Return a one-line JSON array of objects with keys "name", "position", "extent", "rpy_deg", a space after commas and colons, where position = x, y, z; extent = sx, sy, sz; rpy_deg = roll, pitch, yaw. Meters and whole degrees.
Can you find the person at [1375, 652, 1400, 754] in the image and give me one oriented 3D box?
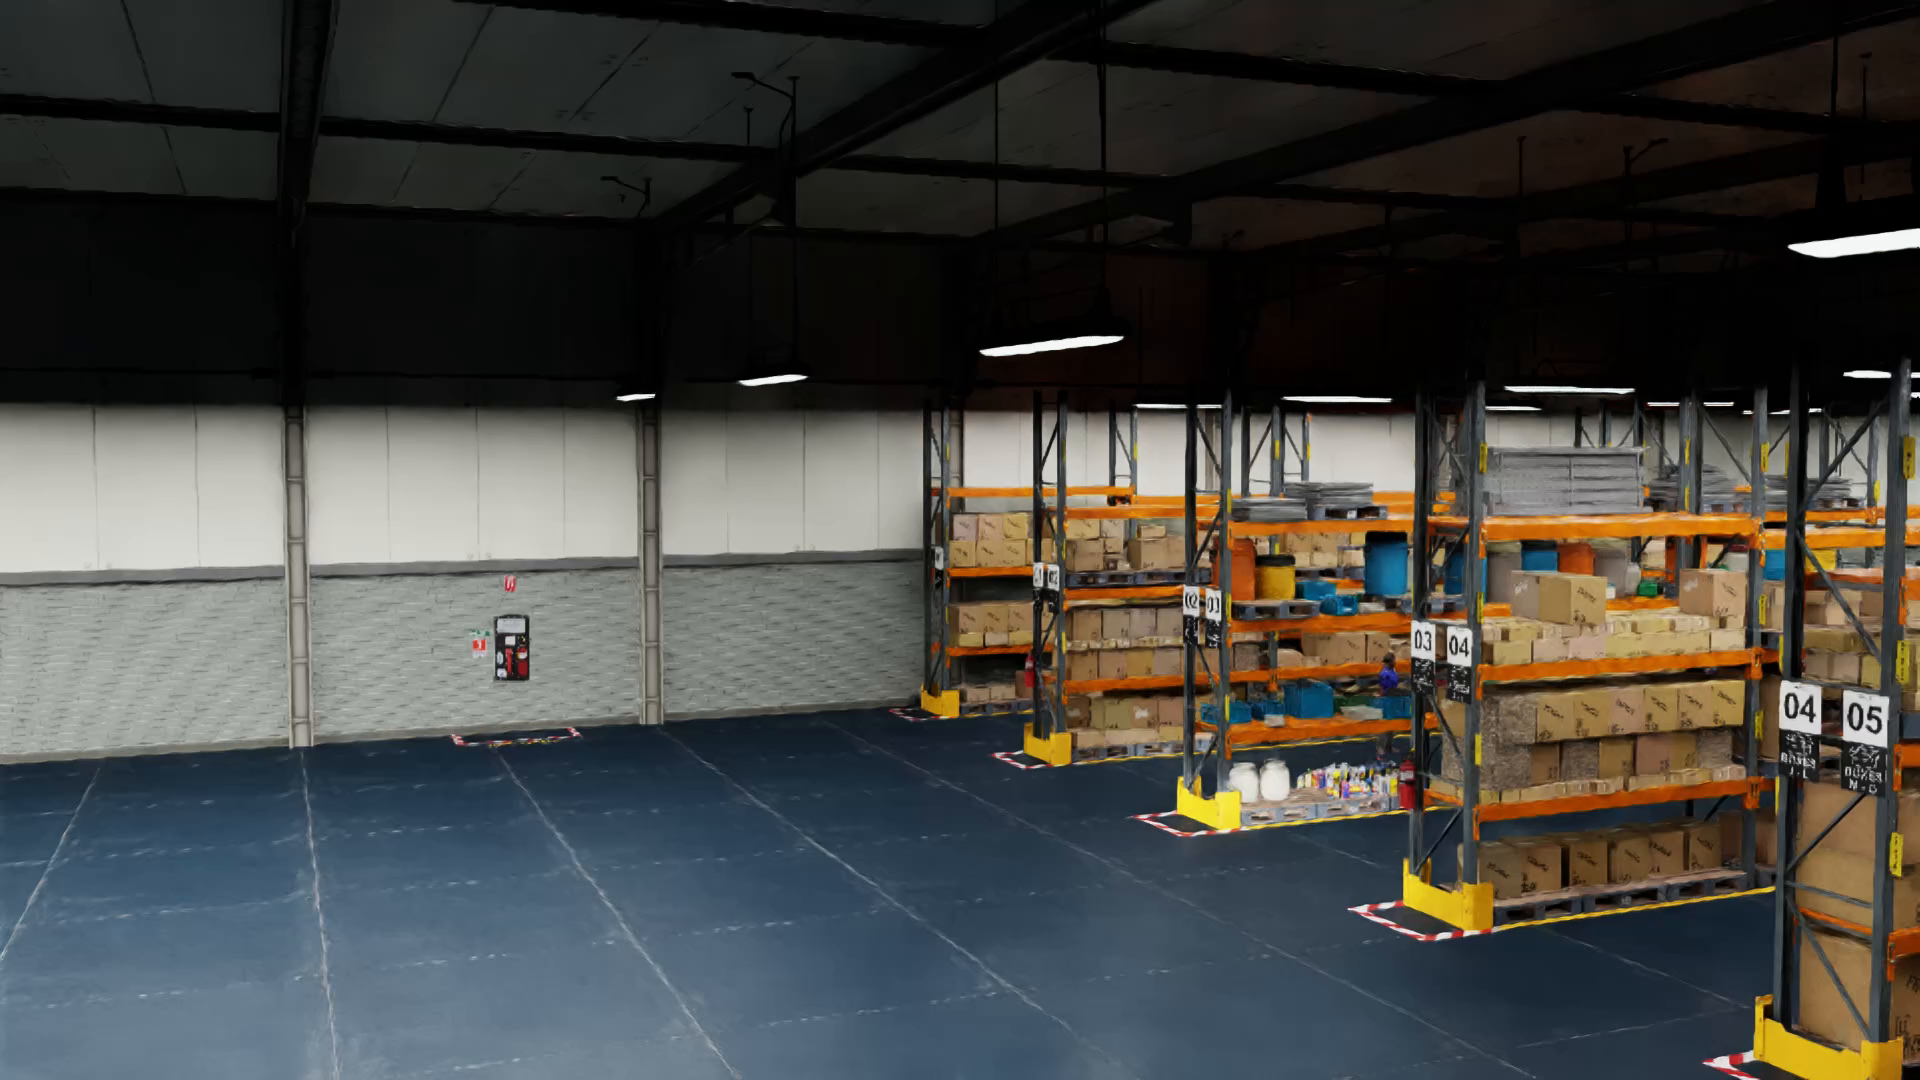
[{"name": "person", "position": [7.147, 2.764, 27.718], "extent": [0.360, 1.656, 0.526], "rpy_deg": [3, 4, 40]}]
